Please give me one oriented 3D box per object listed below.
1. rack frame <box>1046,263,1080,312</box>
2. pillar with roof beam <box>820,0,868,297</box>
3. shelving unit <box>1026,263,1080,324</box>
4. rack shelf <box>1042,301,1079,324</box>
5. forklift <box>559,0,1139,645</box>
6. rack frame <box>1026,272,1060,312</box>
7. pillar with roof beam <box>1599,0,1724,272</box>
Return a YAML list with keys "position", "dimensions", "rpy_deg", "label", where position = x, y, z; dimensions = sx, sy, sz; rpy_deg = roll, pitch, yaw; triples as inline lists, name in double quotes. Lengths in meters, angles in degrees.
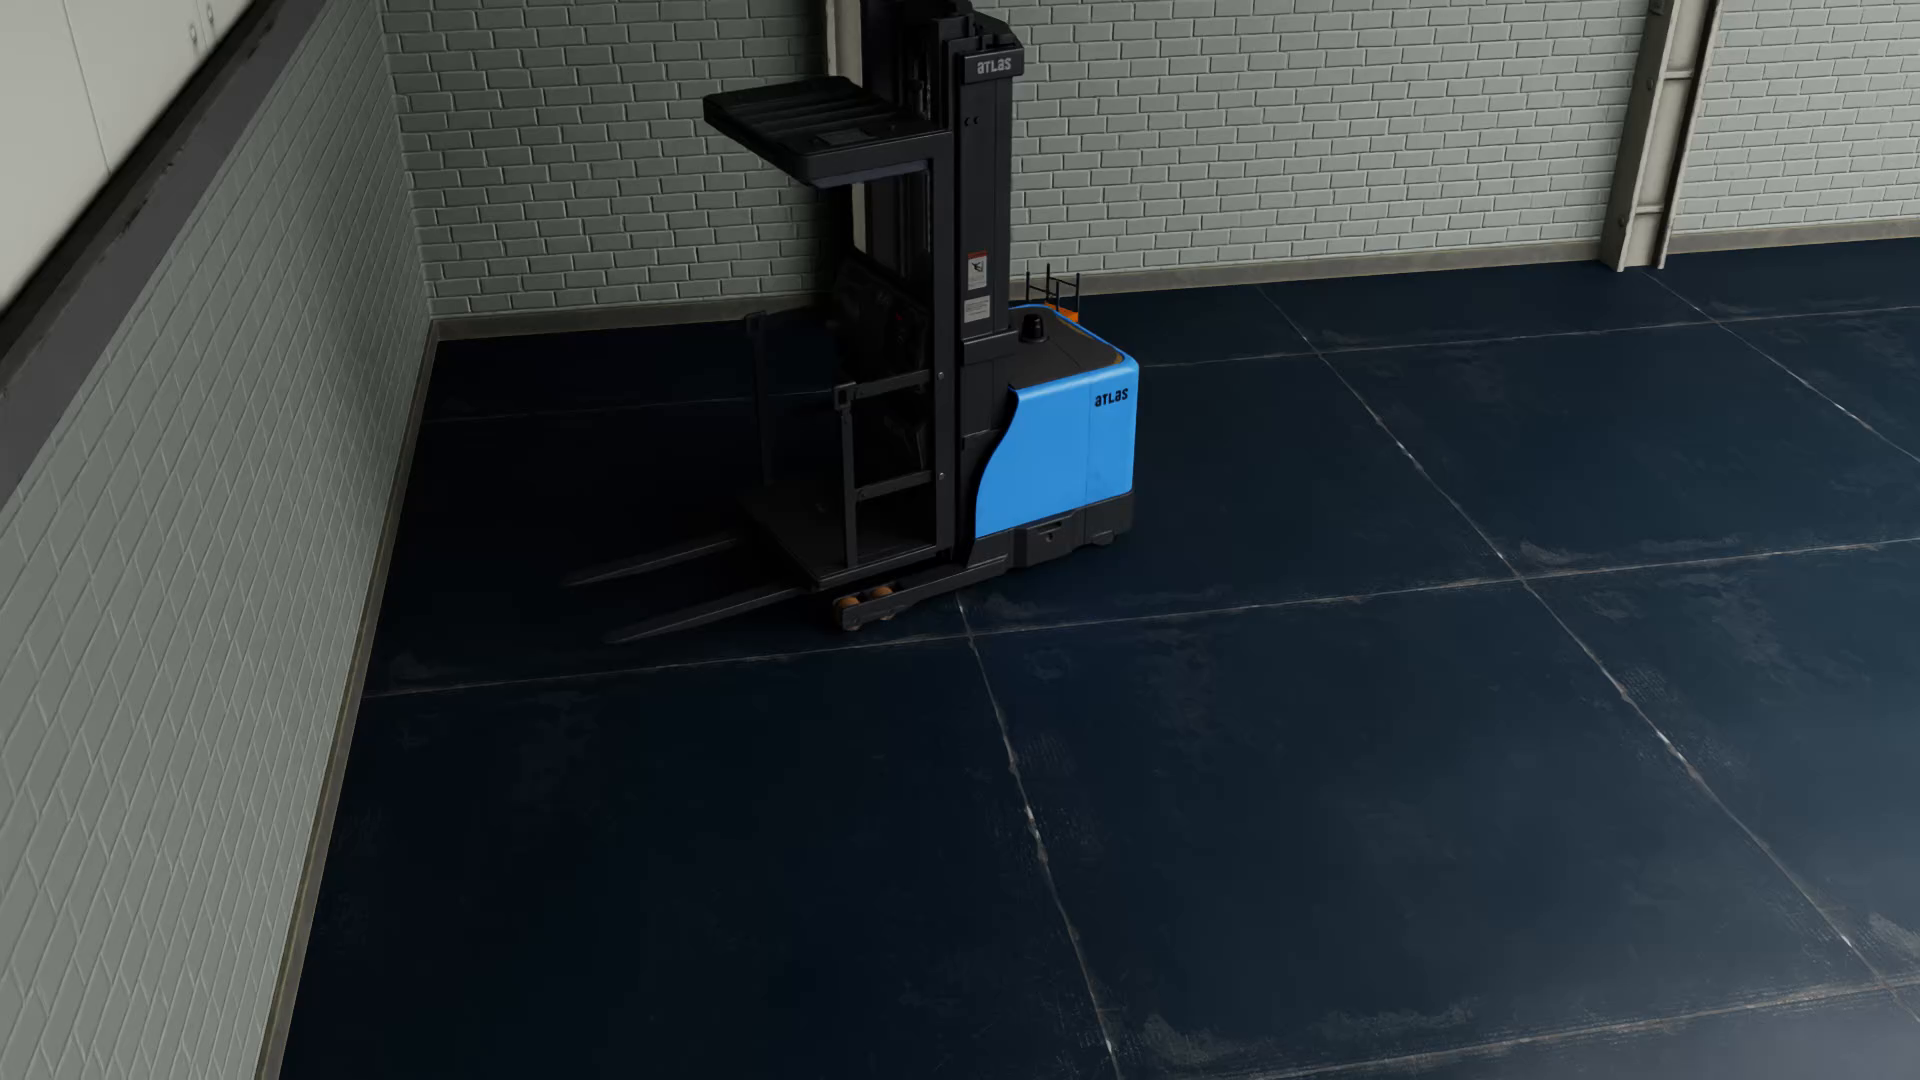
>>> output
- position: [0.591, -1.041, 9.836]
  dimensions: [0.240, 1.200, 0.006]
  rpy_deg: [24, 38, 35]
  label: "rack frame"
- position: [0.075, -3.336, 6.045]
  dimensions: [0.400, 9.000, 9.100]
  rpy_deg: [-5, 31, -9]
  label: "pillar with roof beam"
- position: [0.530, -1.006, 9.777]
  dimensions: [0.258, 1.200, 0.189]
  rpy_deg: [24, 38, 35]
  label: "shelving unit"
- position: [0.531, -1.279, 9.618]
  dimensions: [0.258, 0.103, 0.180]
  rpy_deg: [24, 38, 35]
  label: "rack shelf"
- position: [-0.570, -1.109, 8.245]
  dimensions: [3.031, 2.935, 1.130]
  rpy_deg: [-17, 34, -26]
  label: "forklift"
- position: [0.469, -0.972, 9.719]
  dimensions: [0.240, 1.200, 0.006]
  rpy_deg: [24, 38, 35]
  label: "rack frame"
- position: [5.976, -3.883, 6.976]
  dimensions: [0.400, 9.000, 9.100]
  rpy_deg: [-5, 31, -9]
  label: "pillar with roof beam"
